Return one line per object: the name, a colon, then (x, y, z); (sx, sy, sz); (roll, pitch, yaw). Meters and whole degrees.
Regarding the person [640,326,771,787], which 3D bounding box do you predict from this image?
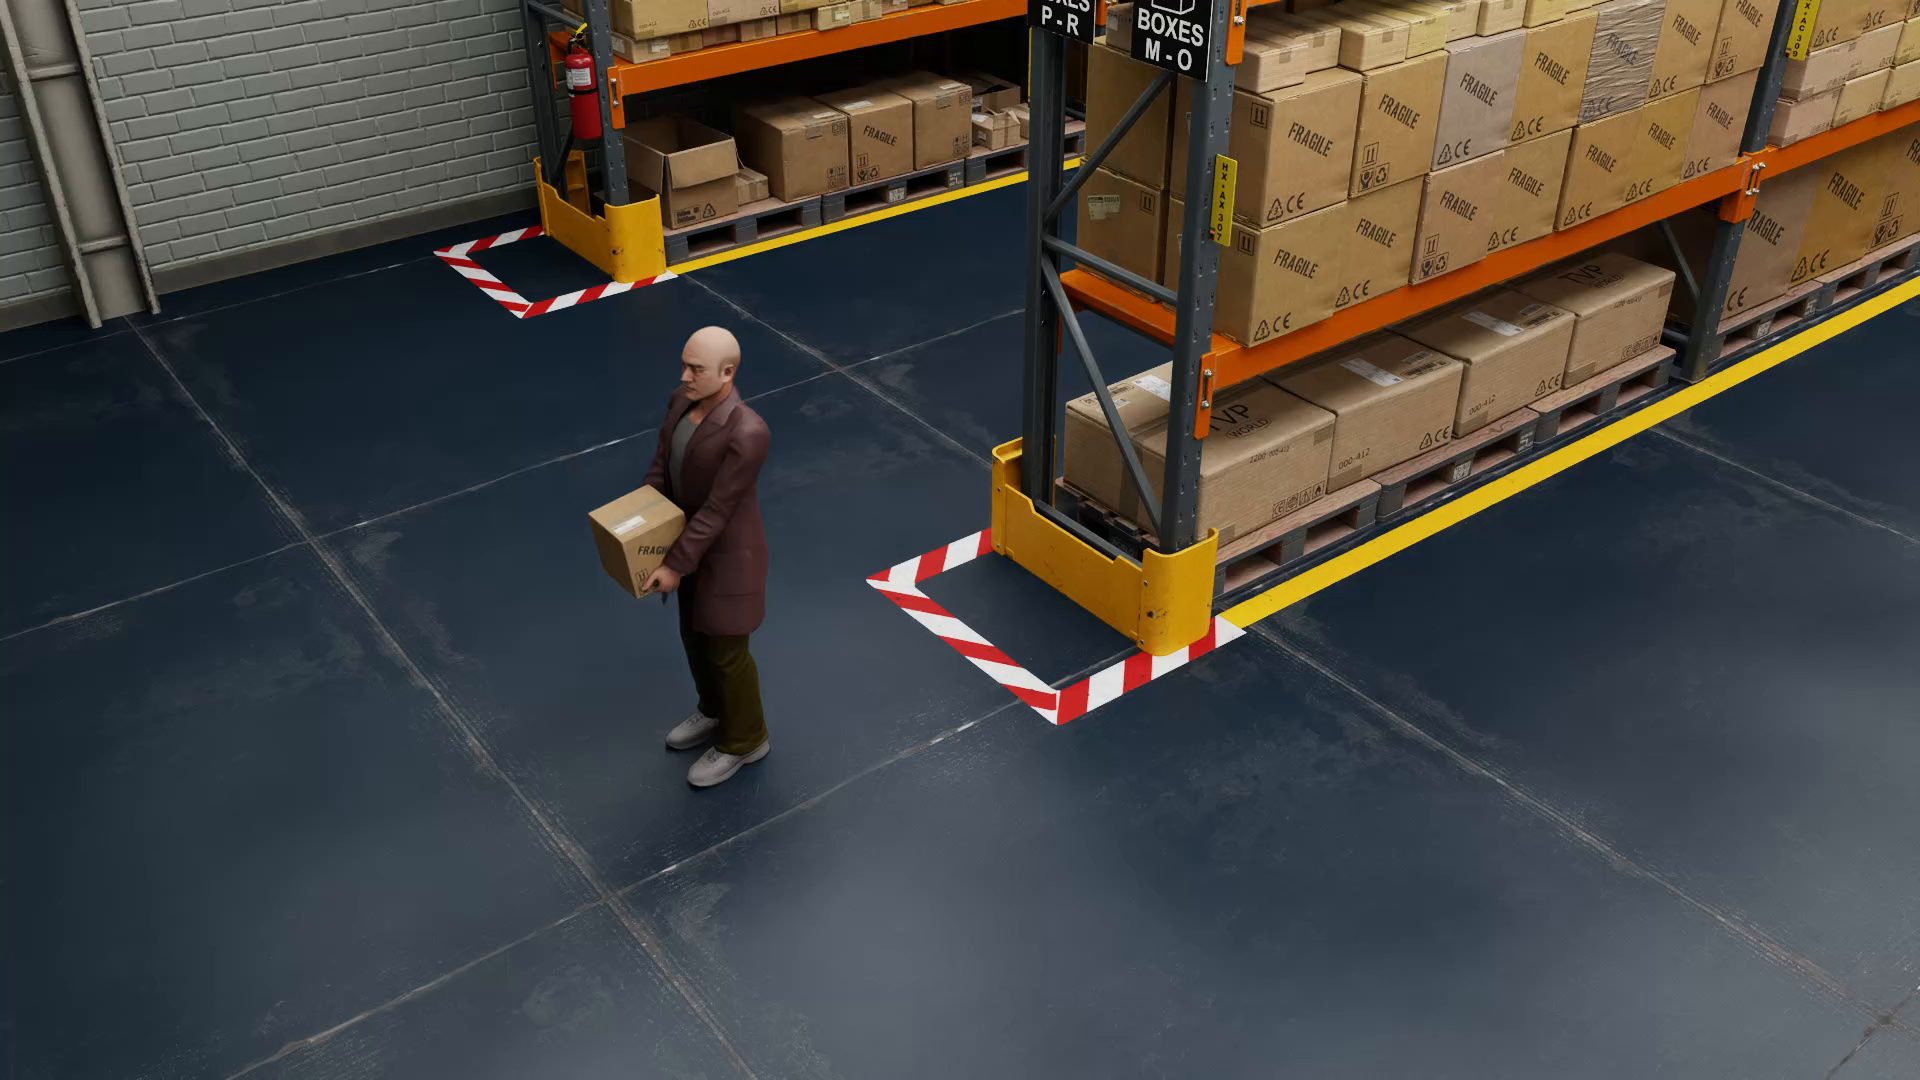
person: (-0.966, 0.087, 6.013); (0.545, 1.779, 0.524); (-22, 38, -32)
